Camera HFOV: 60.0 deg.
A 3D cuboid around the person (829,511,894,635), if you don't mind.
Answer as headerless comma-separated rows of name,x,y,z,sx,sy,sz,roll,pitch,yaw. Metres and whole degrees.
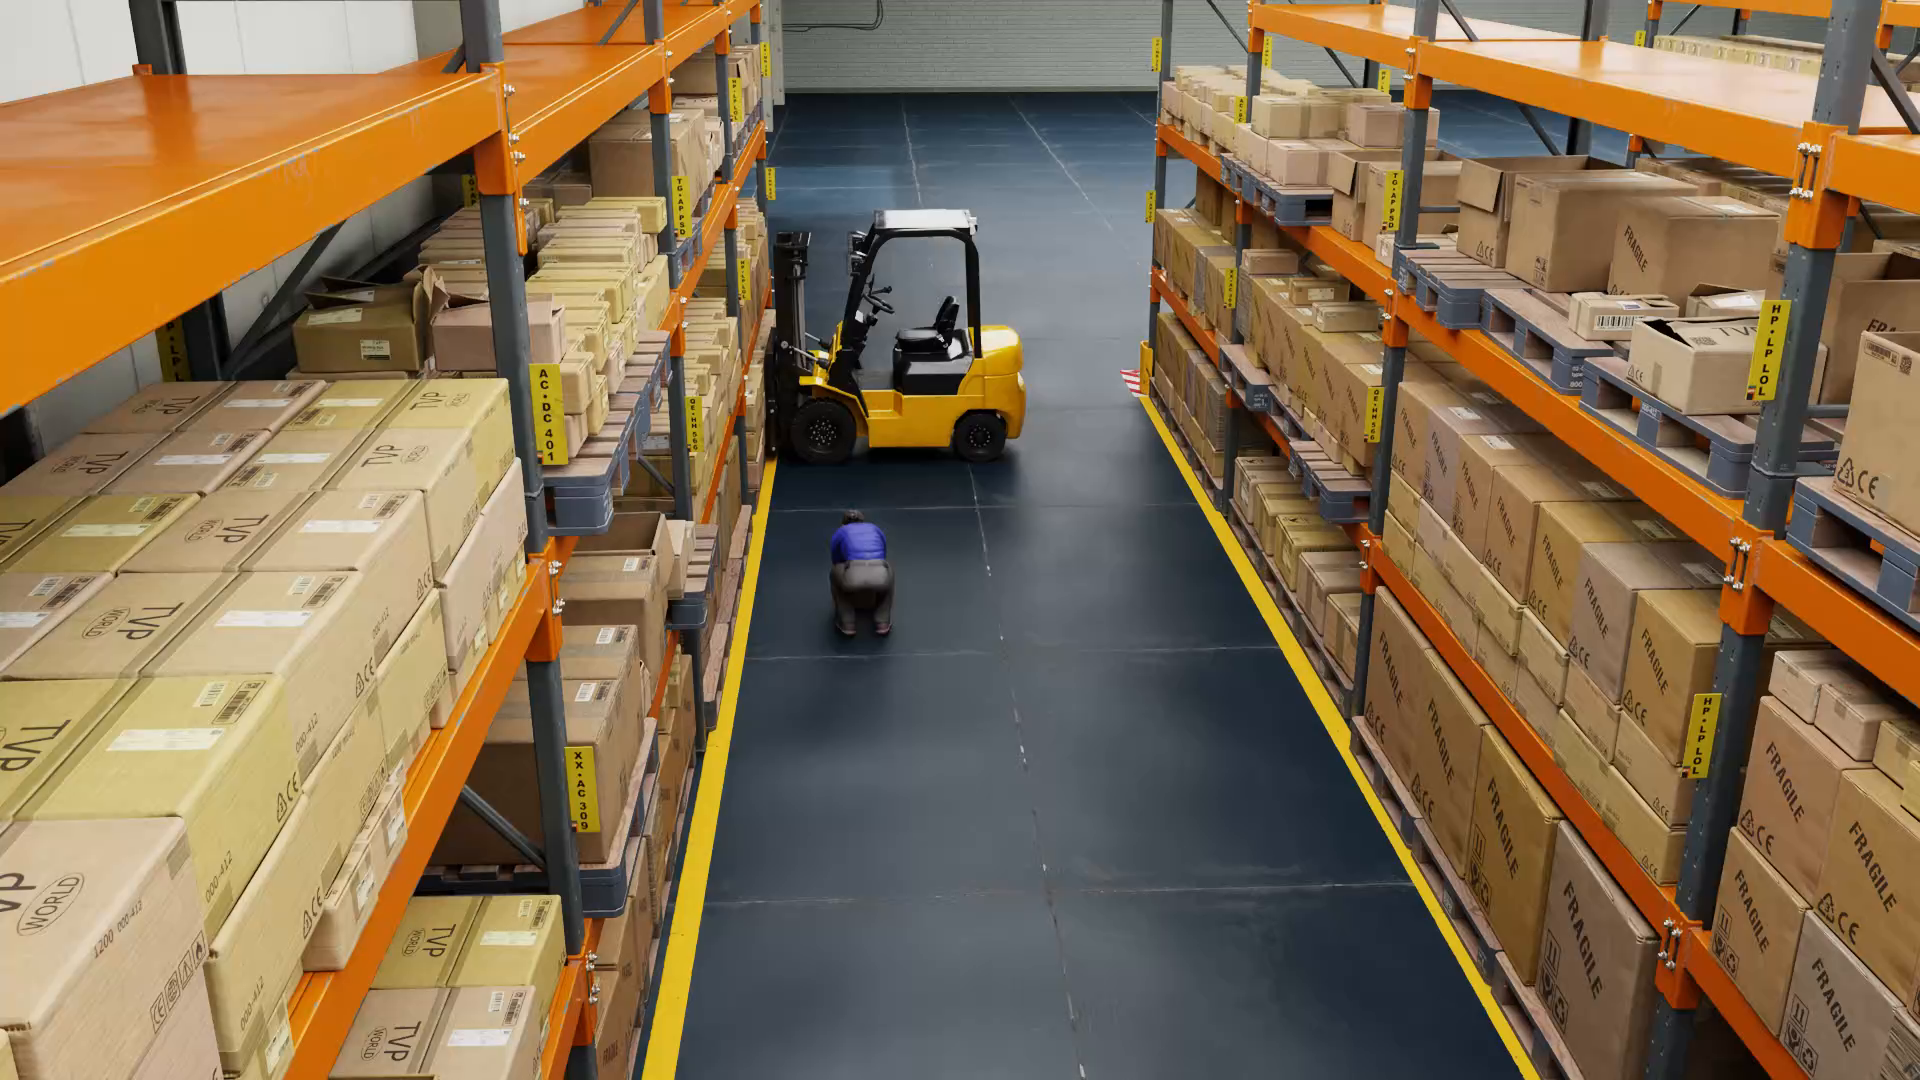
person,-0.695,0.239,11.797,0.458,0.750,0.863,-2,21,-6
